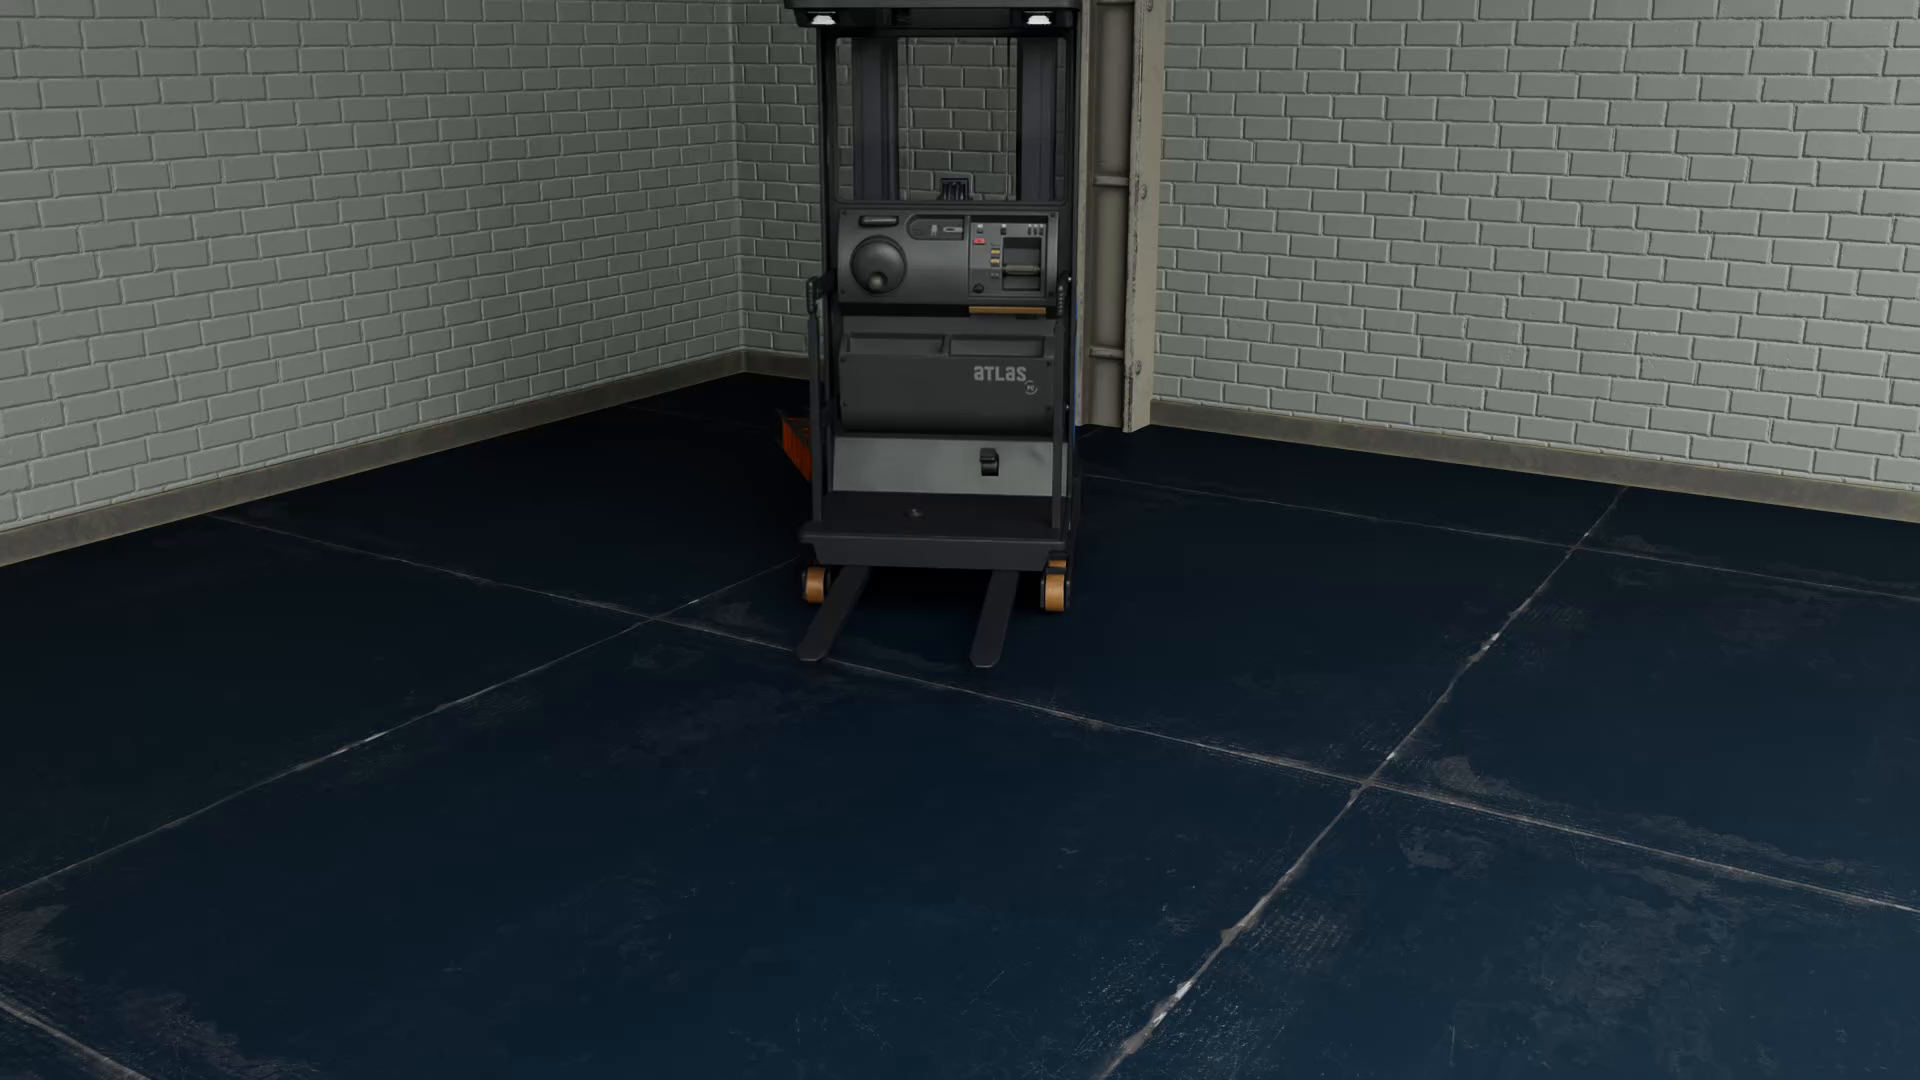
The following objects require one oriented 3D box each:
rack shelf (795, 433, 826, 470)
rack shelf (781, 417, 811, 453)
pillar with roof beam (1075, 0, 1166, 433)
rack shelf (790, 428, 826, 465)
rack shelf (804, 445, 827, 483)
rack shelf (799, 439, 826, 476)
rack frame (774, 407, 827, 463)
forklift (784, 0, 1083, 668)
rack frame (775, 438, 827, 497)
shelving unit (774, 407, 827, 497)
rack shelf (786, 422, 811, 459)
[{"bbox_3d":[-0.772,-0.489,9.097,0.258,0.180,0.103,-5,19,-17],"label":"rack shelf"},{"bbox_3d":[-0.879,-0.600,9.422,0.258,0.180,0.103,-5,19,-17],"label":"rack shelf"},{"bbox_3d":[-1.318,-3.953,5.413,0.400,9.000,9.100,10,20,30],"label":"pillar with roof beam"},{"bbox_3d":[-0.807,-0.526,9.205,0.258,0.180,0.103,-5,19,-17],"label":"rack shelf"},{"bbox_3d":[-0.700,-0.415,8.880,0.258,0.180,0.103,-5,19,-17],"label":"rack shelf"},{"bbox_3d":[-0.736,-0.452,8.988,0.258,0.180,0.103,-5,19,-17],"label":"rack shelf"},{"bbox_3d":[-0.784,-0.590,9.107,0.240,0.006,1.200,-5,19,-17],"label":"rack frame"},{"bbox_3d":[-0.071,-1.203,6.799,1.130,2.935,3.031,2,17,6],"label":"forklift"},{"bbox_3d":[-0.786,-0.416,9.166,0.240,0.006,1.200,-5,19,-17],"label":"rack frame"},{"bbox_3d":[-0.785,-0.503,9.137,0.258,0.189,1.200,-5,19,-17],"label":"shelving unit"},{"bbox_3d":[-0.843,-0.563,9.313,0.258,0.180,0.103,-5,19,-17],"label":"rack shelf"}]
